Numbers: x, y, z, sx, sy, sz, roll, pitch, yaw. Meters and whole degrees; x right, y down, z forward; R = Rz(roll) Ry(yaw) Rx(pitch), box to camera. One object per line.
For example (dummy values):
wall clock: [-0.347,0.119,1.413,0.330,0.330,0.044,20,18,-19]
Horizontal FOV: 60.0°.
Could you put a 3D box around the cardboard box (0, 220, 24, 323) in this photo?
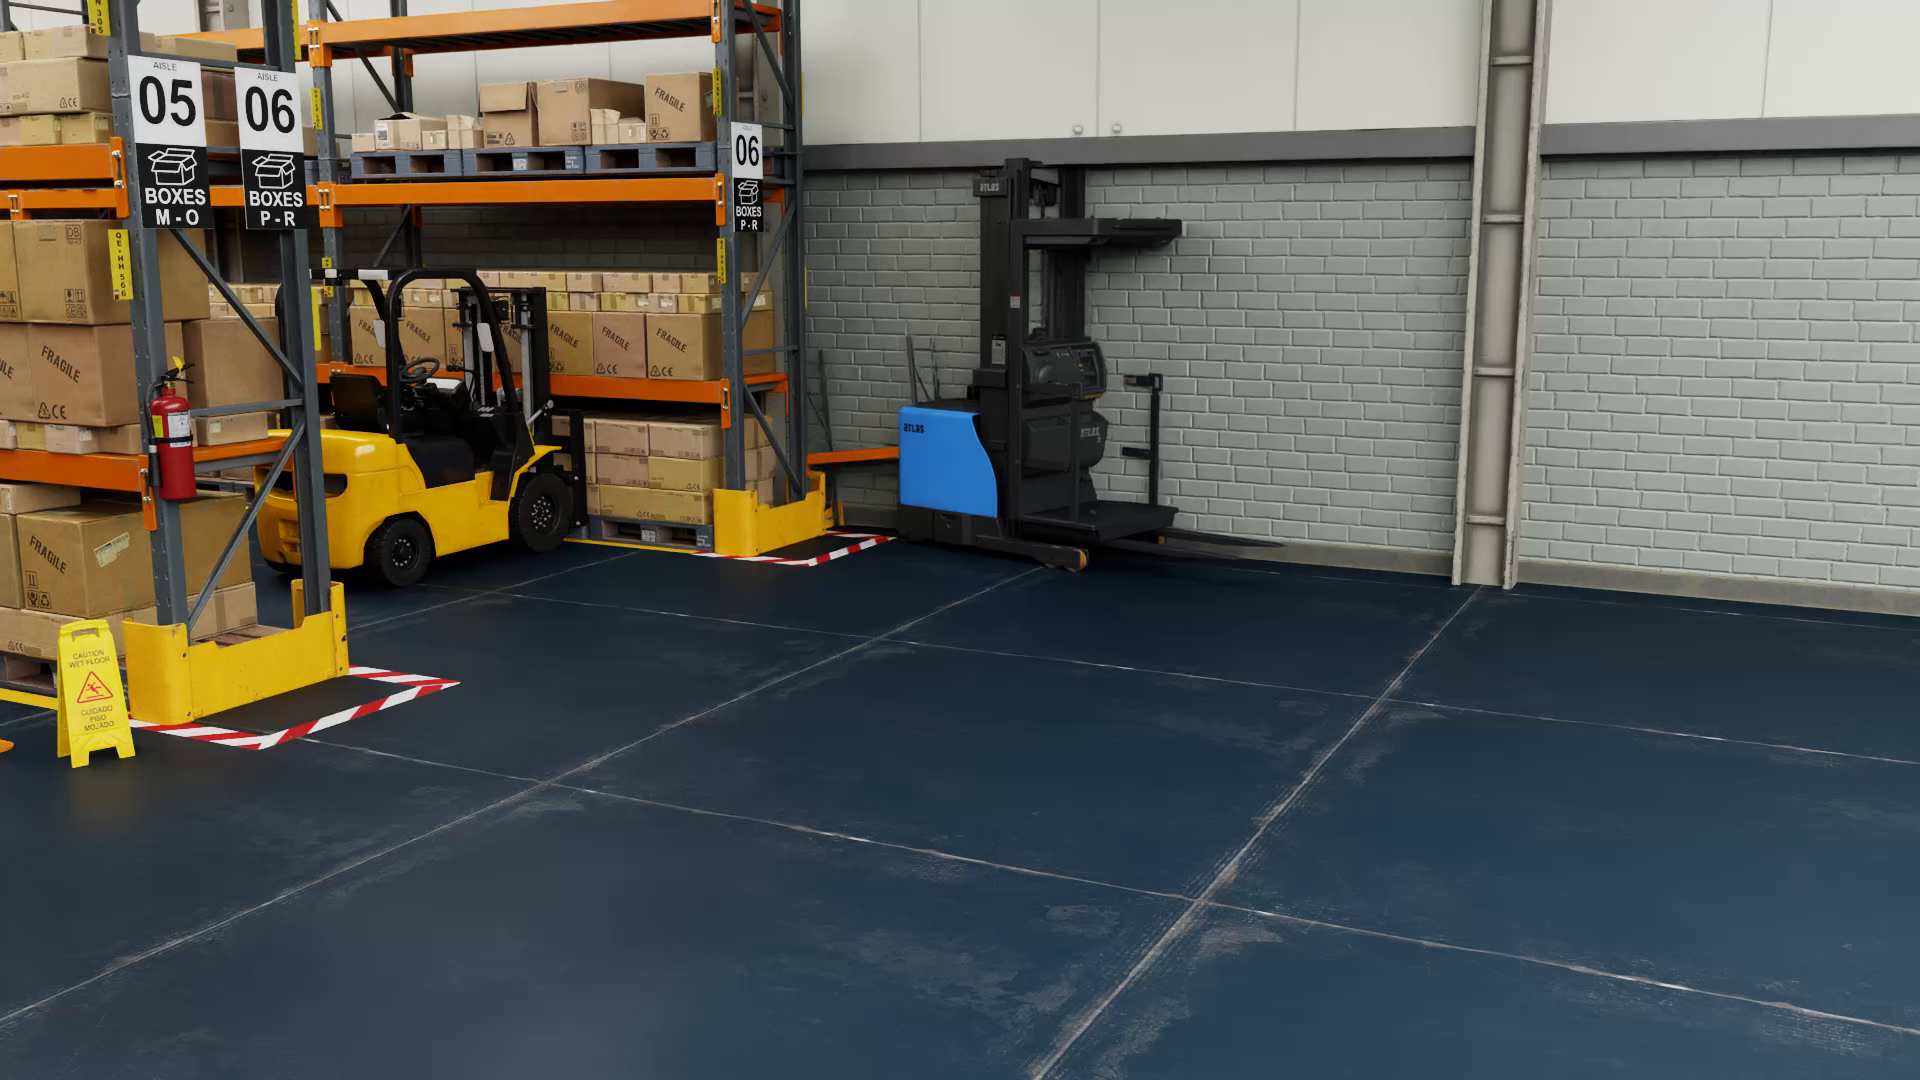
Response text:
cardboard box: [-4.698,-1.394,8.585,0.500,0.500,0.700,5,11,26]

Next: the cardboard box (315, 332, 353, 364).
cardboard box: [-5.655,-1.692,14.578,0.500,0.250,0.500,5,12,27]

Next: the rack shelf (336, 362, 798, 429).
rack shelf: [-3.294,-1.256,13.770,4.000,0.370,1.077,5,11,26]

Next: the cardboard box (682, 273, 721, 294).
cardboard box: [-1.915,-1.962,12.712,0.250,0.149,0.380,5,11,26]

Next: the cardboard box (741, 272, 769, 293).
cardboard box: [-1.707,-2.028,13.076,0.250,0.149,0.380,5,11,25]

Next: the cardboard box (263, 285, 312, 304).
cardboard box: [-5.927,-2.173,14.712,0.250,0.149,0.380,5,11,26]

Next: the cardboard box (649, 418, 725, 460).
cardboard box: [-2.051,-0.785,12.879,0.500,0.250,0.500,5,12,28]

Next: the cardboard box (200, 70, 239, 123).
cardboard box: [-4.026,-2.291,8.627,0.500,0.250,0.500,5,11,25]

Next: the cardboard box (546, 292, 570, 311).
cardboard box: [-3.096,-1.901,13.209,0.250,0.149,0.380,5,11,26]

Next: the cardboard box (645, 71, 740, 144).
cardboard box: [-2.005,-3.230,12.490,0.500,0.500,0.500,5,12,28]

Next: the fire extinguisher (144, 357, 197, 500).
fire extinguisher: [-3.794,-0.539,8.003,0.183,0.674,0.296,5,11,26]

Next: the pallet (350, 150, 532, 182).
pallet: [-4.311,-3.137,13.969,1.213,0.211,1.003,5,11,26]

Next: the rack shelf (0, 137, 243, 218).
rack shelf: [-5.487,-1.939,9.121,4.000,0.370,1.077,5,11,26]

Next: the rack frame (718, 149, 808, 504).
rack frame: [-1.500,-1.453,12.835,0.127,3.000,1.000,5,11,26]

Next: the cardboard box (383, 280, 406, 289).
cardboard box: [-4.650,-2.207,14.064,0.250,0.149,0.380,5,11,27]

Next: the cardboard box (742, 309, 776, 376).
cardboard box: [-1.822,-1.585,13.287,0.500,0.500,0.500,5,12,28]

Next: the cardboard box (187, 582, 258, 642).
cardboard box: [-4.294,0.379,9.256,0.500,0.250,0.500,5,11,25]

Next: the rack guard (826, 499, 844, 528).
rack guard: [-1.121,-0.189,13.660,0.087,0.250,0.587,-3,4,23]

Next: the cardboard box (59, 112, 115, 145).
cardboard box: [-4.137,-1.996,8.117,0.250,0.149,0.380,5,11,26]

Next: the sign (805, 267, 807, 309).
sign: [-1.249,-2.006,13.238,0.005,0.325,0.100,5,11,26]

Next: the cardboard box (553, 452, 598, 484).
cardboard box: [-2.992,-0.619,13.368,0.500,0.250,0.500,5,11,25]

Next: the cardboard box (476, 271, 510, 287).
cardboard box: [-3.742,-2.121,13.592,0.250,0.149,0.380,5,11,26]

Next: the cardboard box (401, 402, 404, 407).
cardboard box: [-4.792,-1.025,14.207,0.500,0.250,0.500,5,11,25]

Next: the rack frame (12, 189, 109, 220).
rack frame: [-8.674,-2.083,16.318,0.127,3.000,1.000,5,11,26]

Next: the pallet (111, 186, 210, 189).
pallet: [-7.022,-3.339,15.367,1.213,0.211,1.003,6,12,28]

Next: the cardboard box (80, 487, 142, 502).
cardboard box: [-4.786,-0.032,9.423,0.500,0.500,0.500,5,11,24]

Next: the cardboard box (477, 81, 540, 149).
cardboard box: [-3.387,-3.380,13.313,0.637,0.503,0.797,5,12,28]

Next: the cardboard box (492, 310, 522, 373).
cardboard box: [-3.434,-1.619,13.475,0.500,0.500,0.500,5,11,26]

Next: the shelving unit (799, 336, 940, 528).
shelving unit: [-0.719,-0.837,13.421,1.083,1.500,0.587,-3,4,23]

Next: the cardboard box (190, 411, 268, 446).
cardboard box: [-3.906,-0.596,8.806,0.250,0.149,0.380,5,11,26]

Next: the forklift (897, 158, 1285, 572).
forklift: [0.947,-1.318,12.285,3.031,2.935,1.130,9,14,41]

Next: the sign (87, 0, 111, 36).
sign: [-3.957,-2.484,7.626,0.005,0.325,0.100,5,11,26]

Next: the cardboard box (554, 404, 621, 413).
cardboard box: [-3.197,-0.988,14.000,0.500,0.250,0.500,5,11,25]

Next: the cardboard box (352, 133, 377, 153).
cardboard box: [-4.819,-3.292,13.822,0.250,0.149,0.380,5,12,27]

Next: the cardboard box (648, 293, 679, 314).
cardboard box: [-2.177,-1.819,12.757,0.250,0.149,0.380,5,12,27]

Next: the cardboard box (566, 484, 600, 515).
cardboard box: [-2.948,-0.375,13.419,0.500,0.250,0.500,5,11,26]

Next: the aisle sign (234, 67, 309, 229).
aisle sign: [-3.500,-1.984,8.468,0.004,0.787,0.394,5,11,26]

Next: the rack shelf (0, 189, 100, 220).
rack shelf: [-10.468,-3.363,16.986,4.000,0.370,1.077,5,11,26]

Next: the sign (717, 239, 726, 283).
sign: [-1.753,-2.054,12.238,0.005,0.325,0.100,5,11,26]

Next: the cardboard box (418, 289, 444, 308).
cardboard box: [-4.250,-2.002,13.766,0.250,0.149,0.380,5,12,27]

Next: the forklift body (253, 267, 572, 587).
forklift body: [-4.008,-0.893,12.126,1.214,2.155,2.313,5,11,26]

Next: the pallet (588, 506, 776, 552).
pallet: [-2.204,-0.134,13.379,1.213,0.211,1.003,5,11,26]

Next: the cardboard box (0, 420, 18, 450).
cardboard box: [-4.864,-0.573,8.678,0.250,0.149,0.380,5,12,27]

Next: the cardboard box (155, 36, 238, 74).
cardboard box: [-3.922,-2.465,8.472,0.250,0.149,0.380,5,11,25]

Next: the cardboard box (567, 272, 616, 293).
cardboard box: [-2.869,-2.027,13.071,0.250,0.149,0.380,5,12,27]
